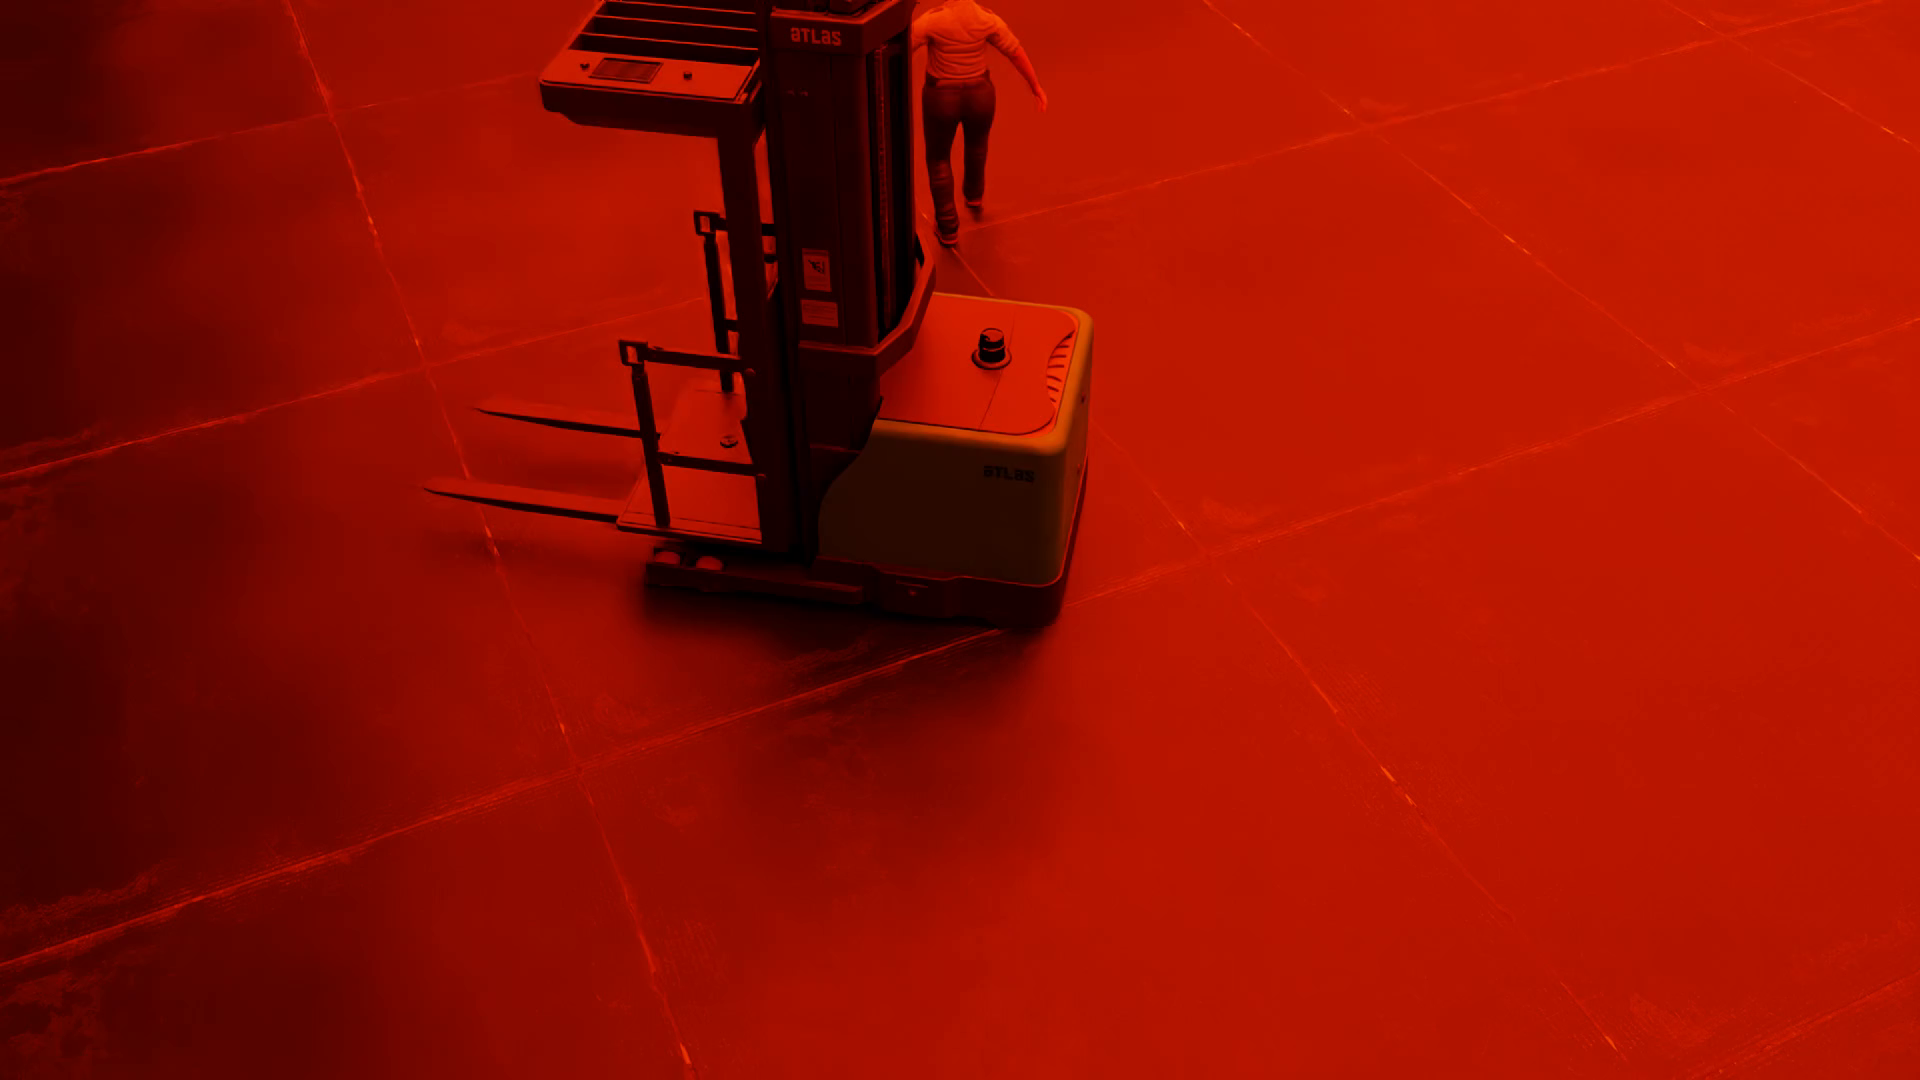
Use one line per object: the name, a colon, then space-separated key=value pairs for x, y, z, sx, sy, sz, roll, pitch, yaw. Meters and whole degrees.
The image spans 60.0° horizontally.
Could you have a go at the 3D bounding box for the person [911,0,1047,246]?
person: x=0.006 y=-2.503 z=9.356 sx=0.926 sy=1.656 sz=0.666 roll=-6 pitch=43 yaw=-6

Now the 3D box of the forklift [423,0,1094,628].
forklift: x=-0.962 y=-1.180 z=6.944 sx=3.031 sy=2.935 sz=1.130 roll=8 pitch=44 yaw=8
